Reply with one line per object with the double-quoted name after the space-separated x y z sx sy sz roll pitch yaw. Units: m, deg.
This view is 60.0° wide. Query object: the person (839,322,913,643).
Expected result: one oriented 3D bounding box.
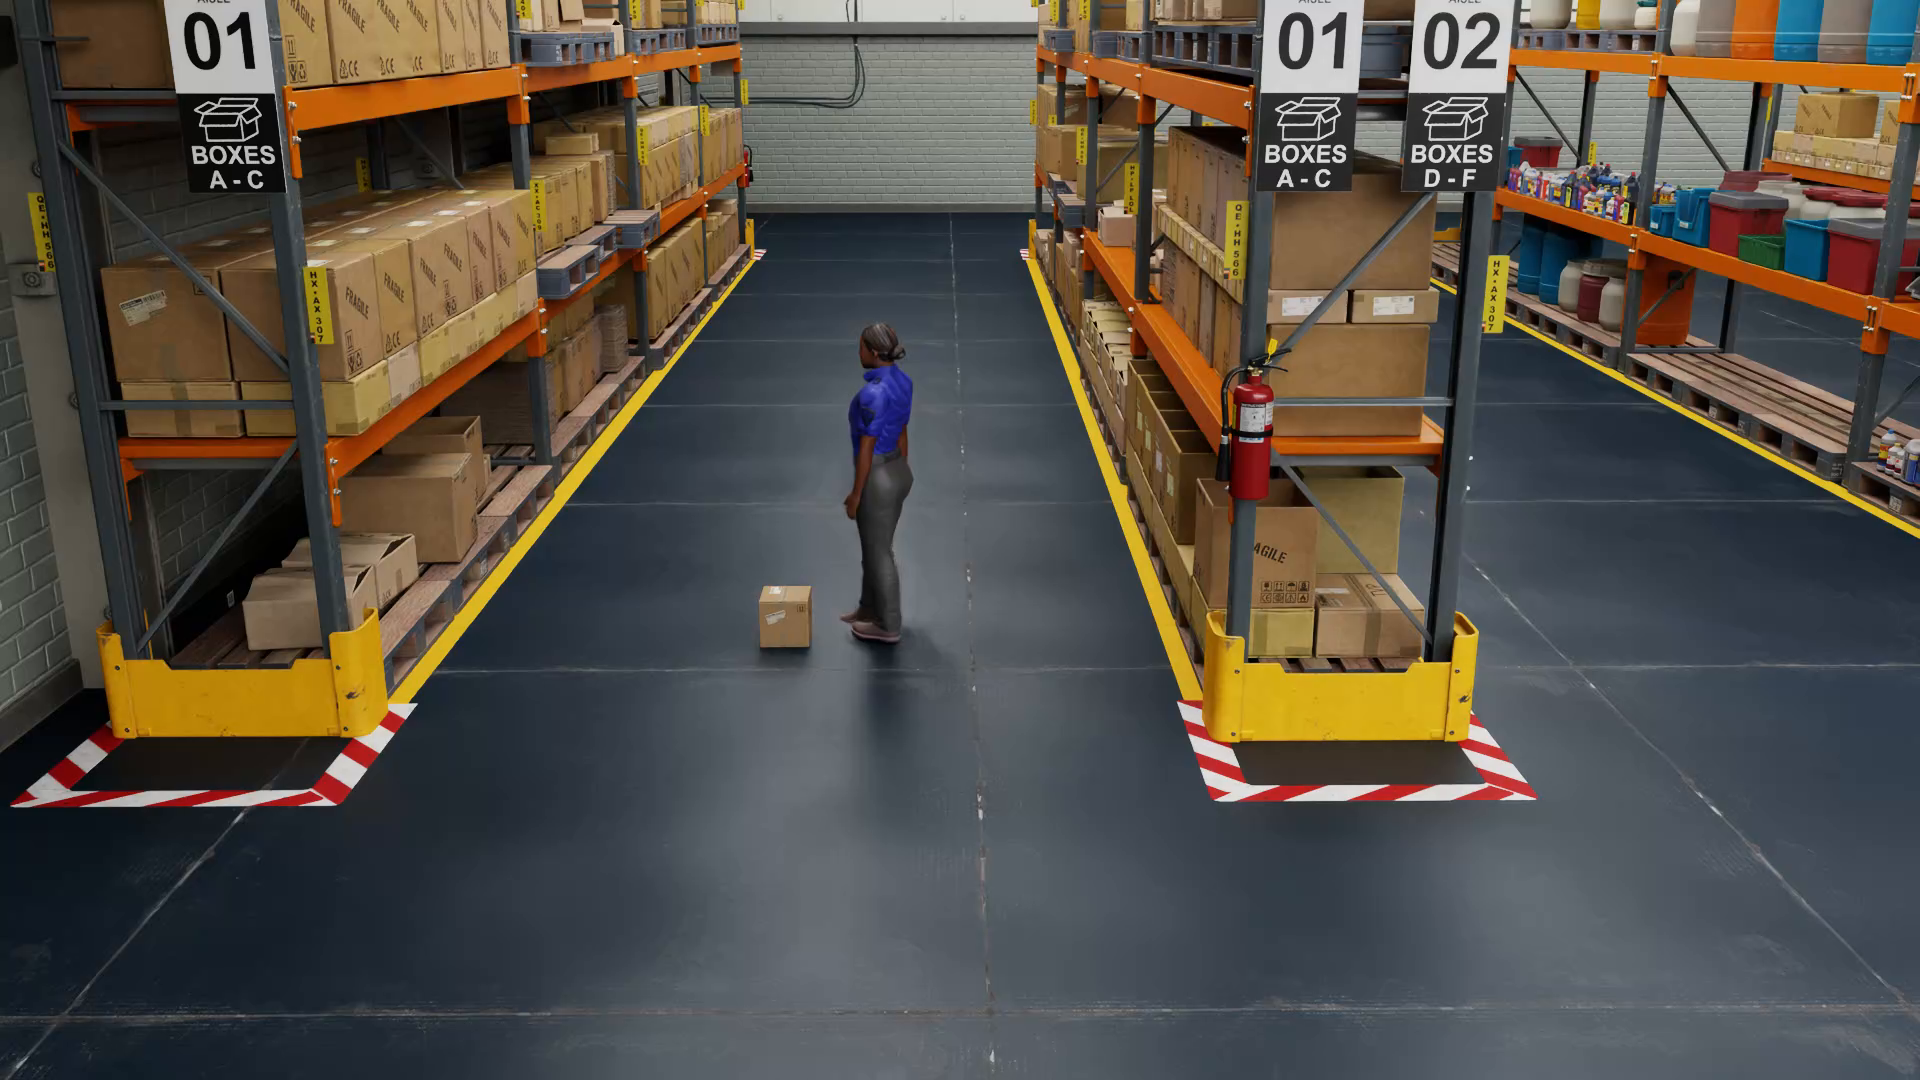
-0.486 -0.285 8.494 0.485 1.689 0.489 6 18 19 "person"
